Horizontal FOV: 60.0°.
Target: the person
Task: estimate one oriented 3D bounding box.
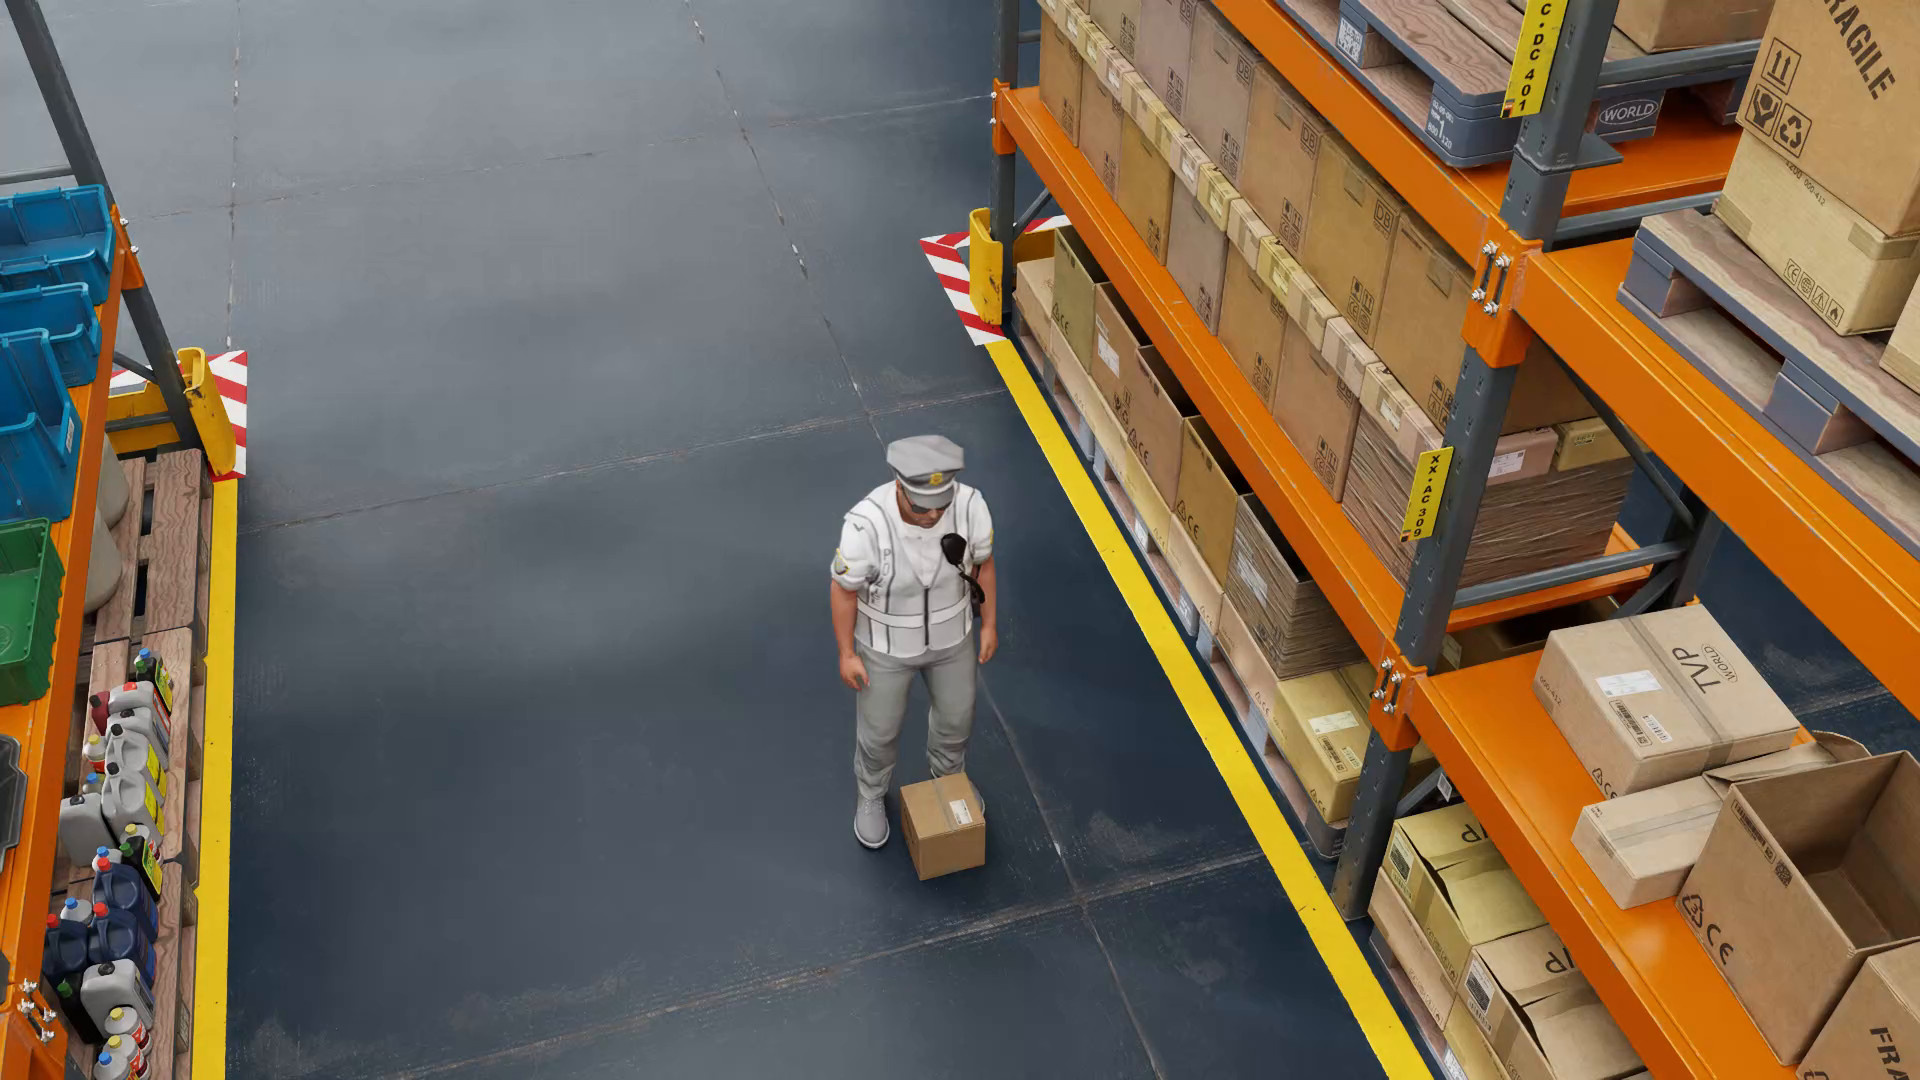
[{"bbox_3d":[-0.154,0.320,5.797,0.584,1.748,0.433,-12,43,-13],"label":"person"}]
